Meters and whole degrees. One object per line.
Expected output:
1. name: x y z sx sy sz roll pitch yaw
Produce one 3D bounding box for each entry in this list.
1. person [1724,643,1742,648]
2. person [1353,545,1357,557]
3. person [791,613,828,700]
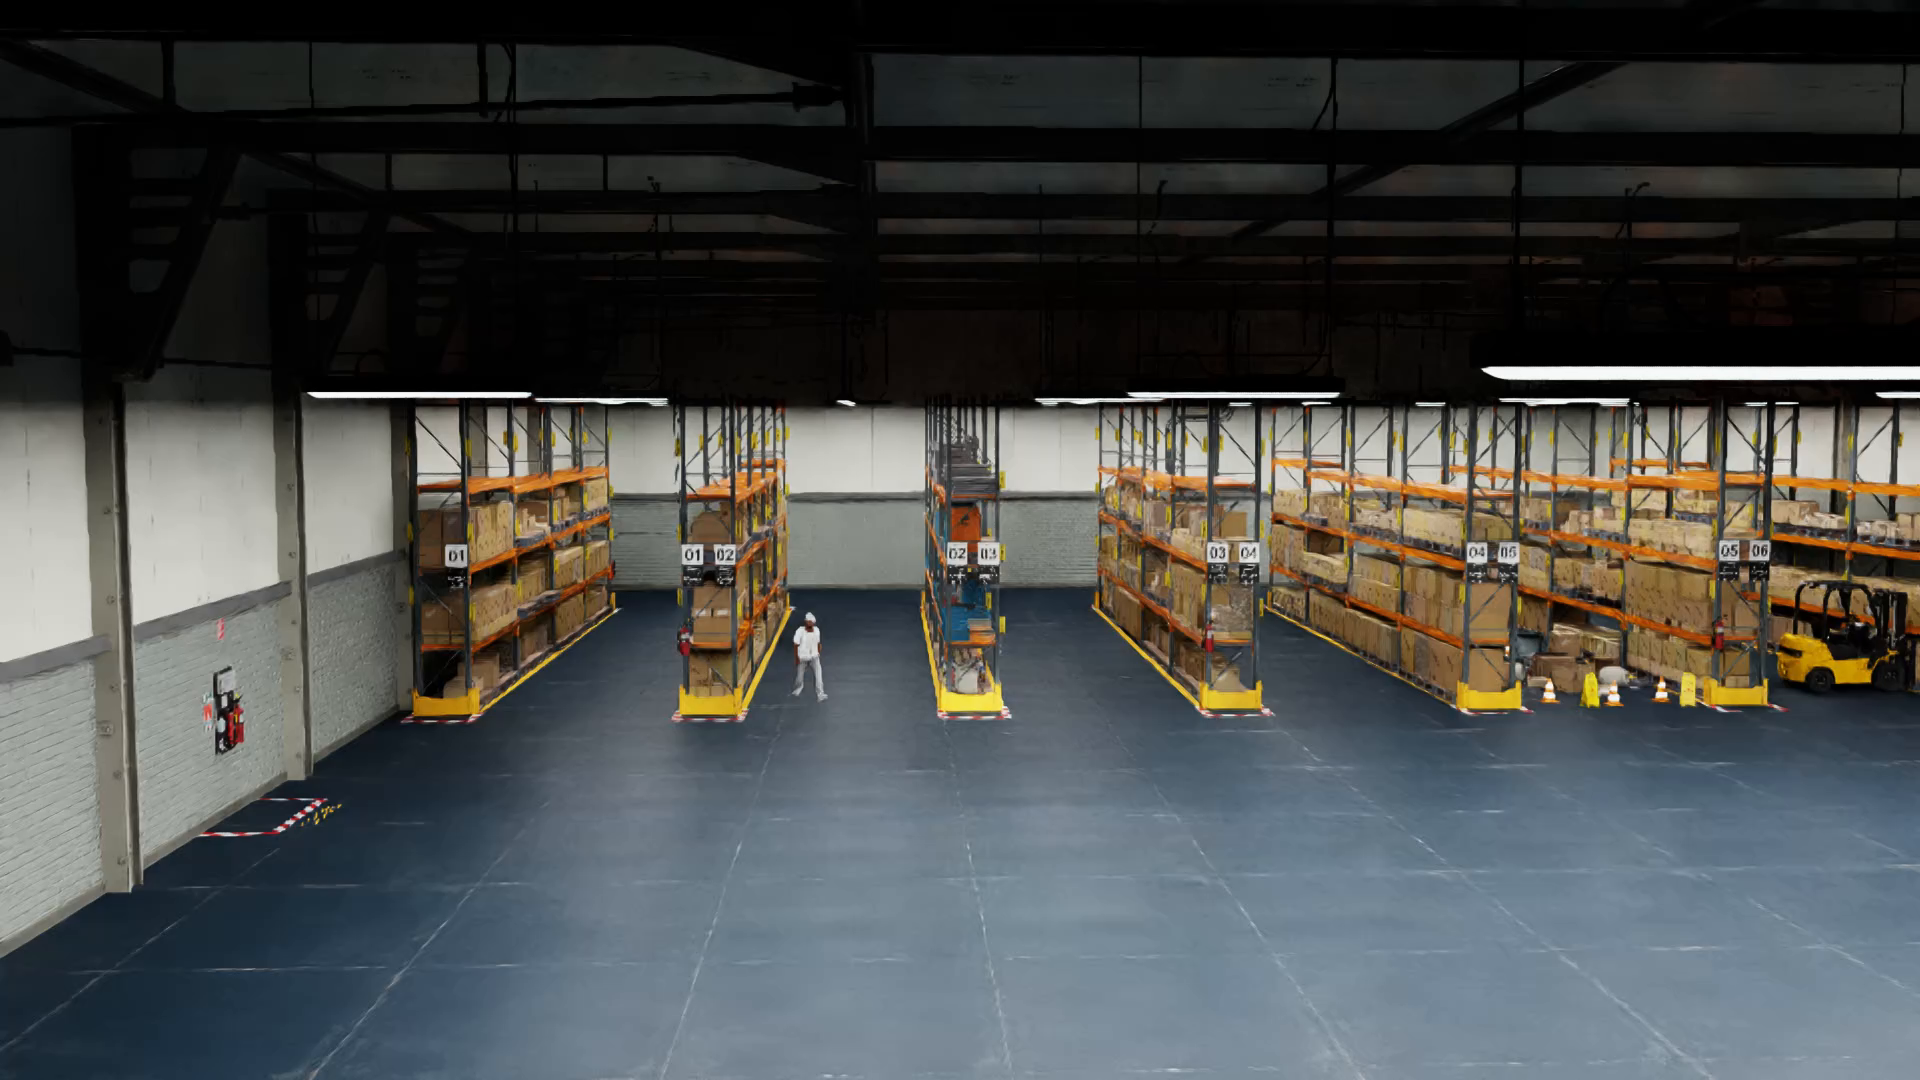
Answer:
1. person: 16.822 2.065 36.159 0.359 1.724 0.526 -3 5 -31
2. person: 11.339 1.015 48.335 0.624 1.789 0.677 -1 5 -17
3. person: -2.979 2.285 32.774 0.618 1.726 0.958 -2 5 -26
